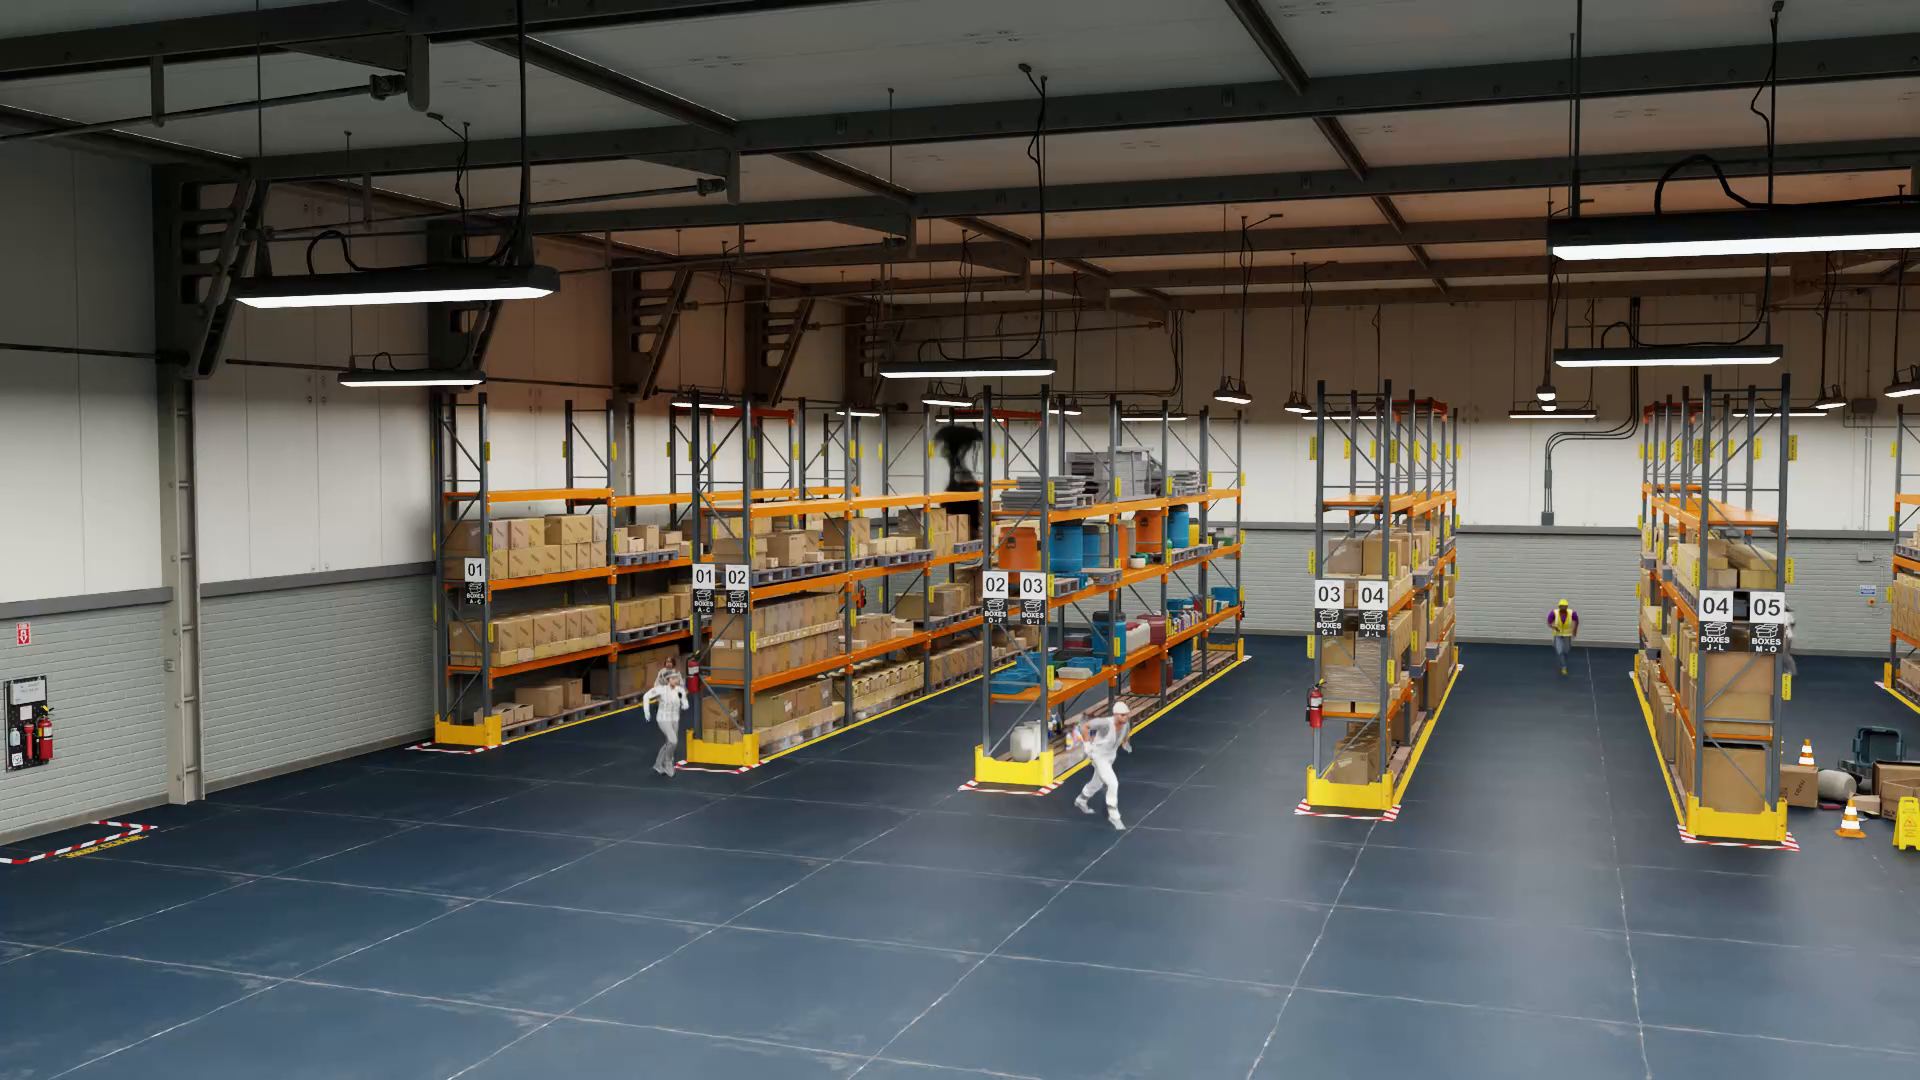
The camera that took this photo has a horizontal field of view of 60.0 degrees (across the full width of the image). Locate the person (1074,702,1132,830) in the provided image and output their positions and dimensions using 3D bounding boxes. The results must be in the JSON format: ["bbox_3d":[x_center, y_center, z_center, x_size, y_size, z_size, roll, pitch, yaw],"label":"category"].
[{"bbox_3d":[1.889,2.993,22.313,0.706,1.731,1.053,-2,4,-38],"label":"person"}]

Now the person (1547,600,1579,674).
[{"bbox_3d":[13.573,2.175,37.445,0.686,1.700,0.727,1,3,18],"label":"person"}]

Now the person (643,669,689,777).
[{"bbox_3d":[-4.493,2.794,25.535,0.640,1.662,0.737,-3,4,-40],"label":"person"}]

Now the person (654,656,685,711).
[{"bbox_3d":[-4.914,2.736,28.083,0.538,1.565,0.500,0,3,4],"label":"person"}]

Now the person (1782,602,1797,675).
[{"bbox_3d":[18.364,2.188,37.127,0.632,1.679,0.554,1,3,24],"label":"person"}]
